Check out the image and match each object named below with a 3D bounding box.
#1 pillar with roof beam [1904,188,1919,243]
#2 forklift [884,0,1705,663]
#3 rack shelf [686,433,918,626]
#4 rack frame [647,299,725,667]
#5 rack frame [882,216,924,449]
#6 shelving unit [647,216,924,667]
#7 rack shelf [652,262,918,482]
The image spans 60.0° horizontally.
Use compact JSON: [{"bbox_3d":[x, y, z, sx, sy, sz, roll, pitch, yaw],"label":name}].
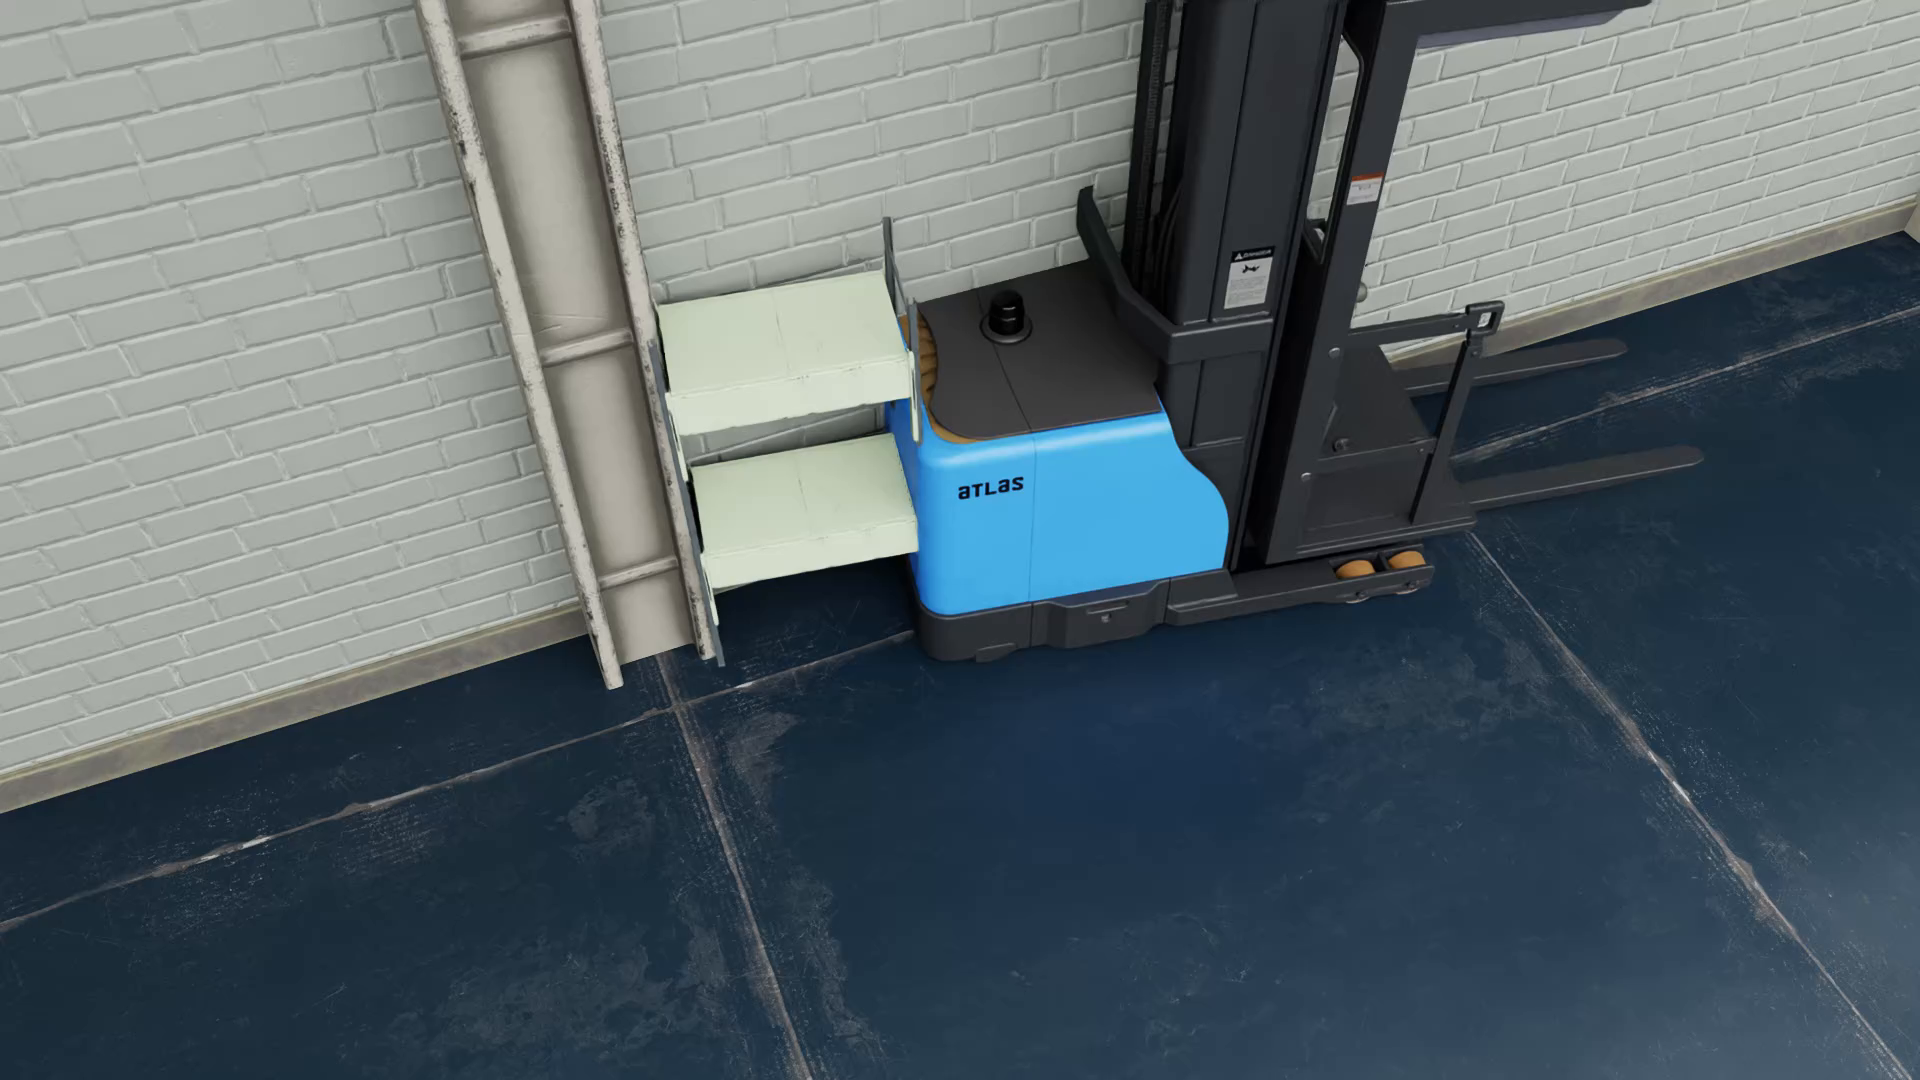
[{"bbox_3d":[6.079,-1.270,1.409,0.400,9.000,9.100,-17,52,-14],"label":"pillar with roof beam"},{"bbox_3d":[1.239,-1.109,5.271,3.031,2.935,1.130,-10,50,-8],"label":"forklift"},{"bbox_3d":[-0.513,-0.051,5.570,0.720,0.370,0.431,-10,51,-7],"label":"rack shelf"},{"bbox_3d":[-0.876,-0.195,5.274,0.023,1.500,0.400,-10,51,-7],"label":"rack frame"},{"bbox_3d":[-0.162,-0.326,5.367,0.023,1.500,0.400,-10,51,-7],"label":"rack frame"},{"bbox_3d":[-0.519,-0.260,5.320,0.755,1.500,0.431,-10,51,-7],"label":"shelving unit"},{"bbox_3d":[-0.526,-0.511,5.022,0.720,0.370,0.431,-10,51,-7],"label":"rack shelf"}]
